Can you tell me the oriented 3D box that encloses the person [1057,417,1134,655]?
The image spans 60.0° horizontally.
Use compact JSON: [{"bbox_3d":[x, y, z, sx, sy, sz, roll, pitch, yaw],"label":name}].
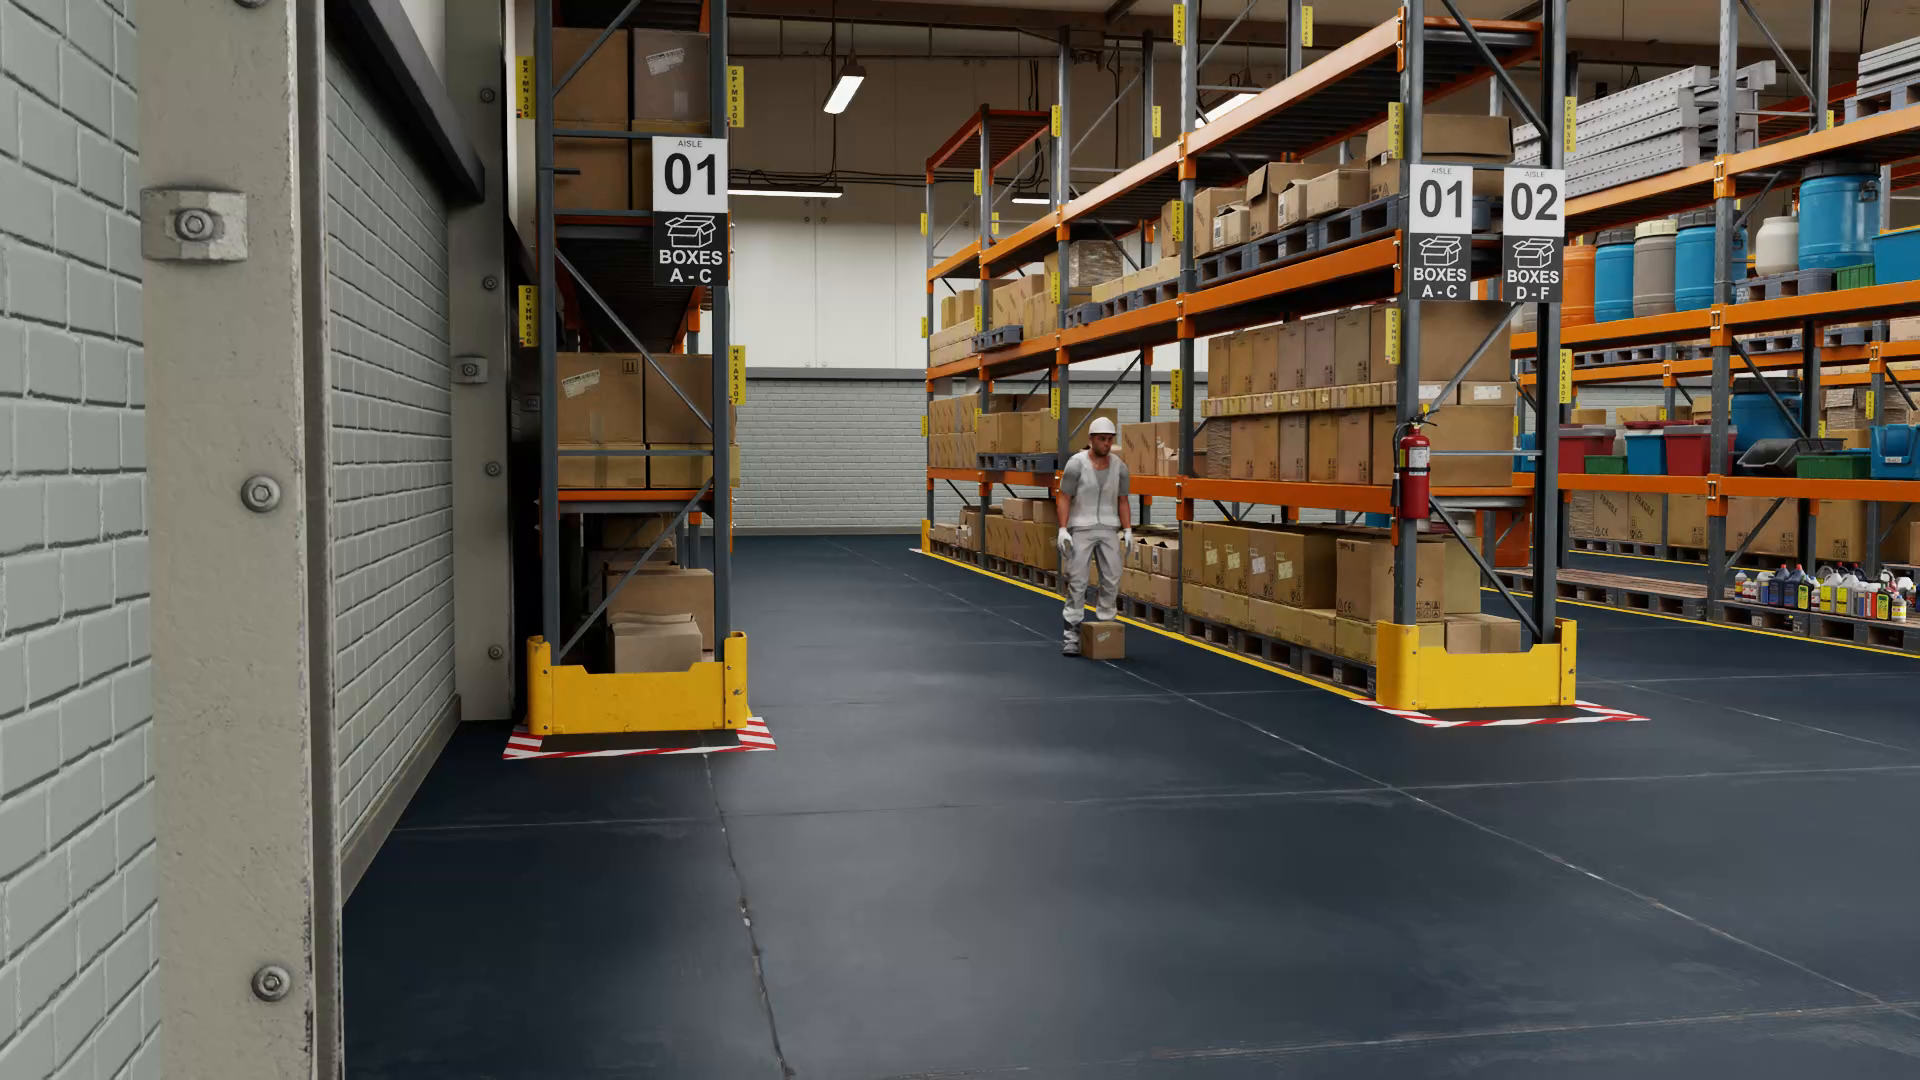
[{"bbox_3d":[1.016,-0.031,12.497,0.608,1.778,0.453,-1,3,-15],"label":"person"}]
